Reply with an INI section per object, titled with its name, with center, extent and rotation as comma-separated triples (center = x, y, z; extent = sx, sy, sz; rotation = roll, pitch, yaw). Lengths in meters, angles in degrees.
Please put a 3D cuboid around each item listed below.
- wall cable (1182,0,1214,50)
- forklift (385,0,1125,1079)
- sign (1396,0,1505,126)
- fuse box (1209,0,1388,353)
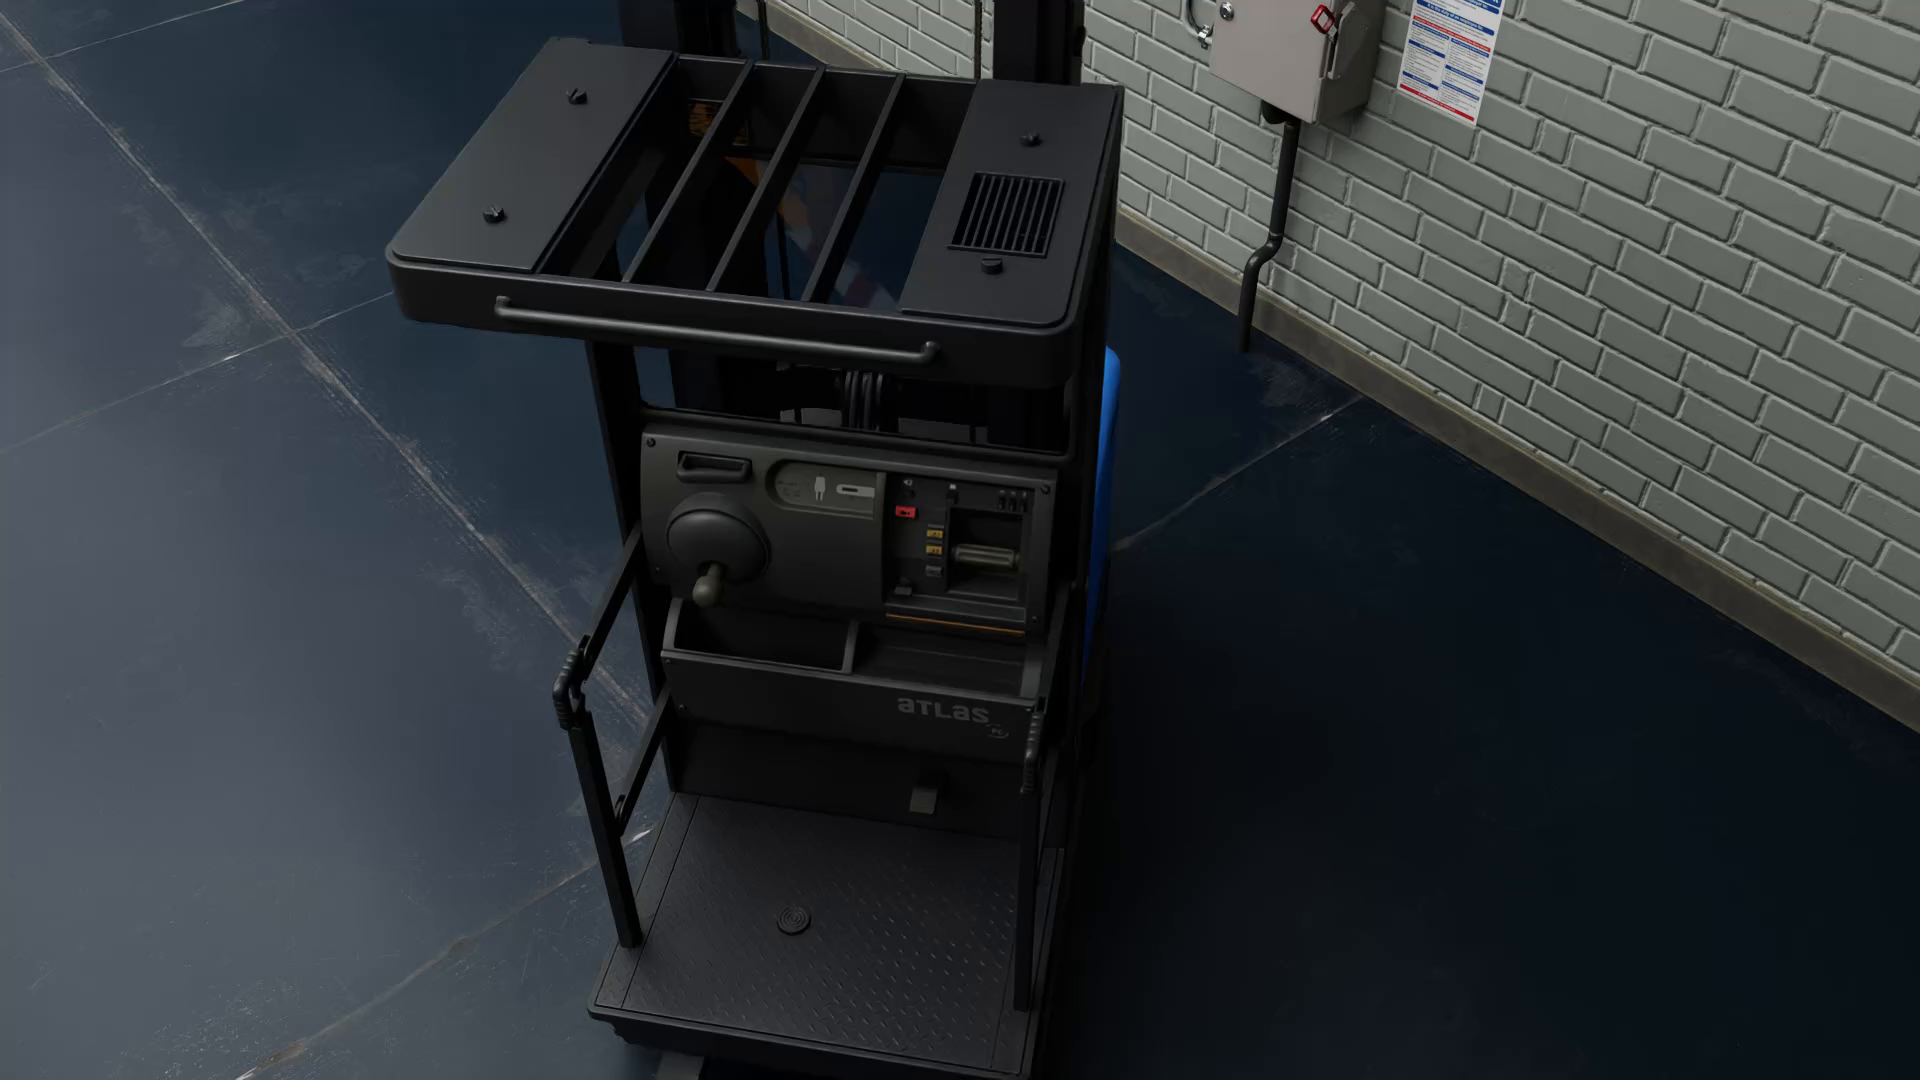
[wall cable]
center = 0.785, -2.618, 5.604
extent = 0.122, 1.984, 0.588
rotation = -30, 51, -28
[forklift]
center = -0.290, 0.074, 3.530
extent = 1.130, 2.935, 3.031
rotation = 7, 44, 7
[sign]
center = 1.578, -1.617, 5.350
extent = 0.001, 0.494, 0.329
rotation = -30, 51, -28
[fuse box]
center = 1.102, -1.350, 5.938
extent = 0.414, 1.711, 0.539
rotation = -30, 51, -28
